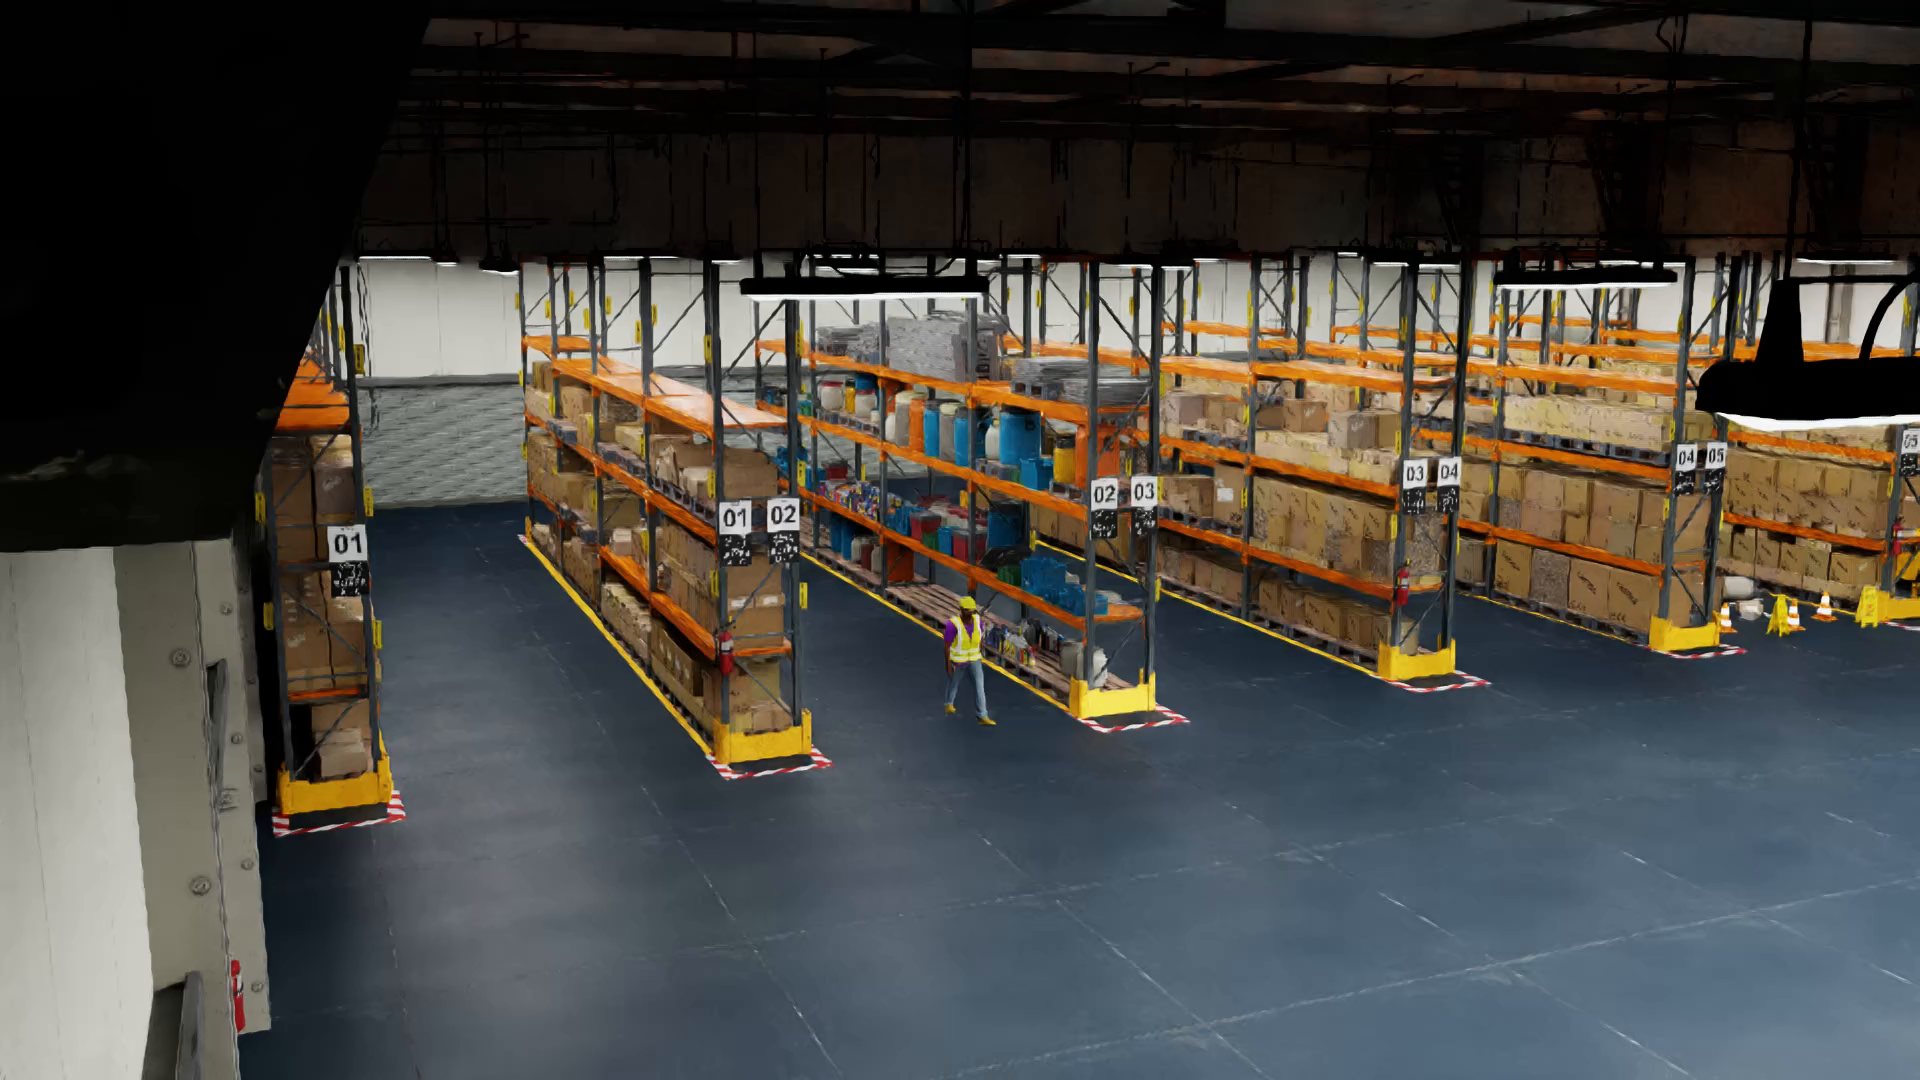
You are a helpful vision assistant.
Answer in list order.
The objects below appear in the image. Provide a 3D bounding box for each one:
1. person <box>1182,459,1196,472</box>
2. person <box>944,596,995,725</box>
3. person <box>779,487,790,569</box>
[{"bbox_3d":[6.111,-2.694,45.057,0.560,1.707,0.589,5,11,25],"label":"person"},{"bbox_3d":[0.068,1.552,21.807,0.577,1.691,1.121,-4,11,-20],"label":"person"},{"bbox_3d":[-3.411,-0.215,31.851,0.580,1.583,0.507,-5,11,-24],"label":"person"}]
